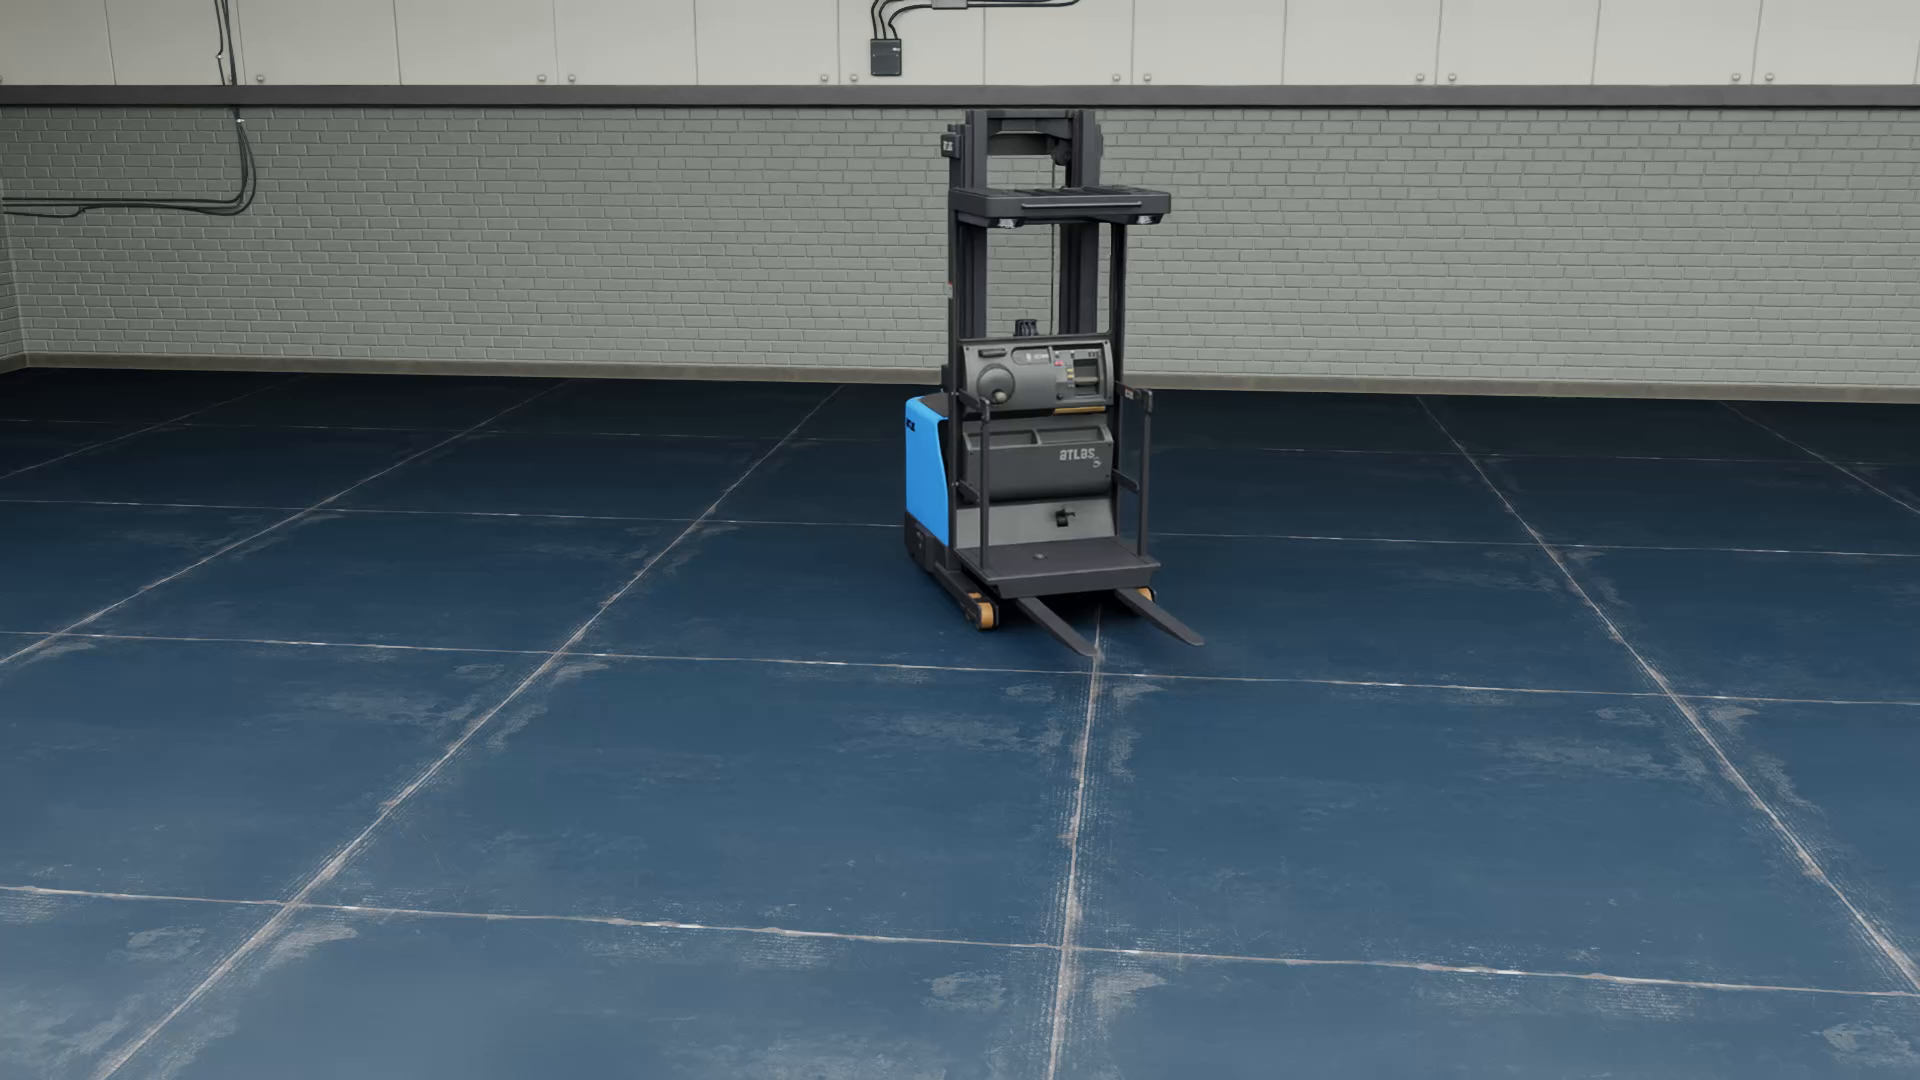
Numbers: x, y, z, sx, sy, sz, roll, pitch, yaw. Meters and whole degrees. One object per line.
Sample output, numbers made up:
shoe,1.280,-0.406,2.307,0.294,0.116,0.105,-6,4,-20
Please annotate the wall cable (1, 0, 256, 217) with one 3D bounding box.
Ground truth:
wall cable,-9.192,-4.767,18.002,3.097,2.526,0.112,2,15,6

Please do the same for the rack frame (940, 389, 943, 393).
rack frame,-0.036,-0.539,11.644,0.200,1.050,0.008,0,15,1

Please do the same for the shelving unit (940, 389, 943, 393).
shelving unit,-0.037,-0.507,11.526,0.215,1.050,0.252,0,15,1

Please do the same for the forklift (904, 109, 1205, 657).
forklift,0.536,-1.004,9.758,1.130,2.935,3.031,-5,16,-16

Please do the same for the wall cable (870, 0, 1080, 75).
wall cable,0.239,-7.624,16.103,2.305,6.003,0.169,2,15,6
